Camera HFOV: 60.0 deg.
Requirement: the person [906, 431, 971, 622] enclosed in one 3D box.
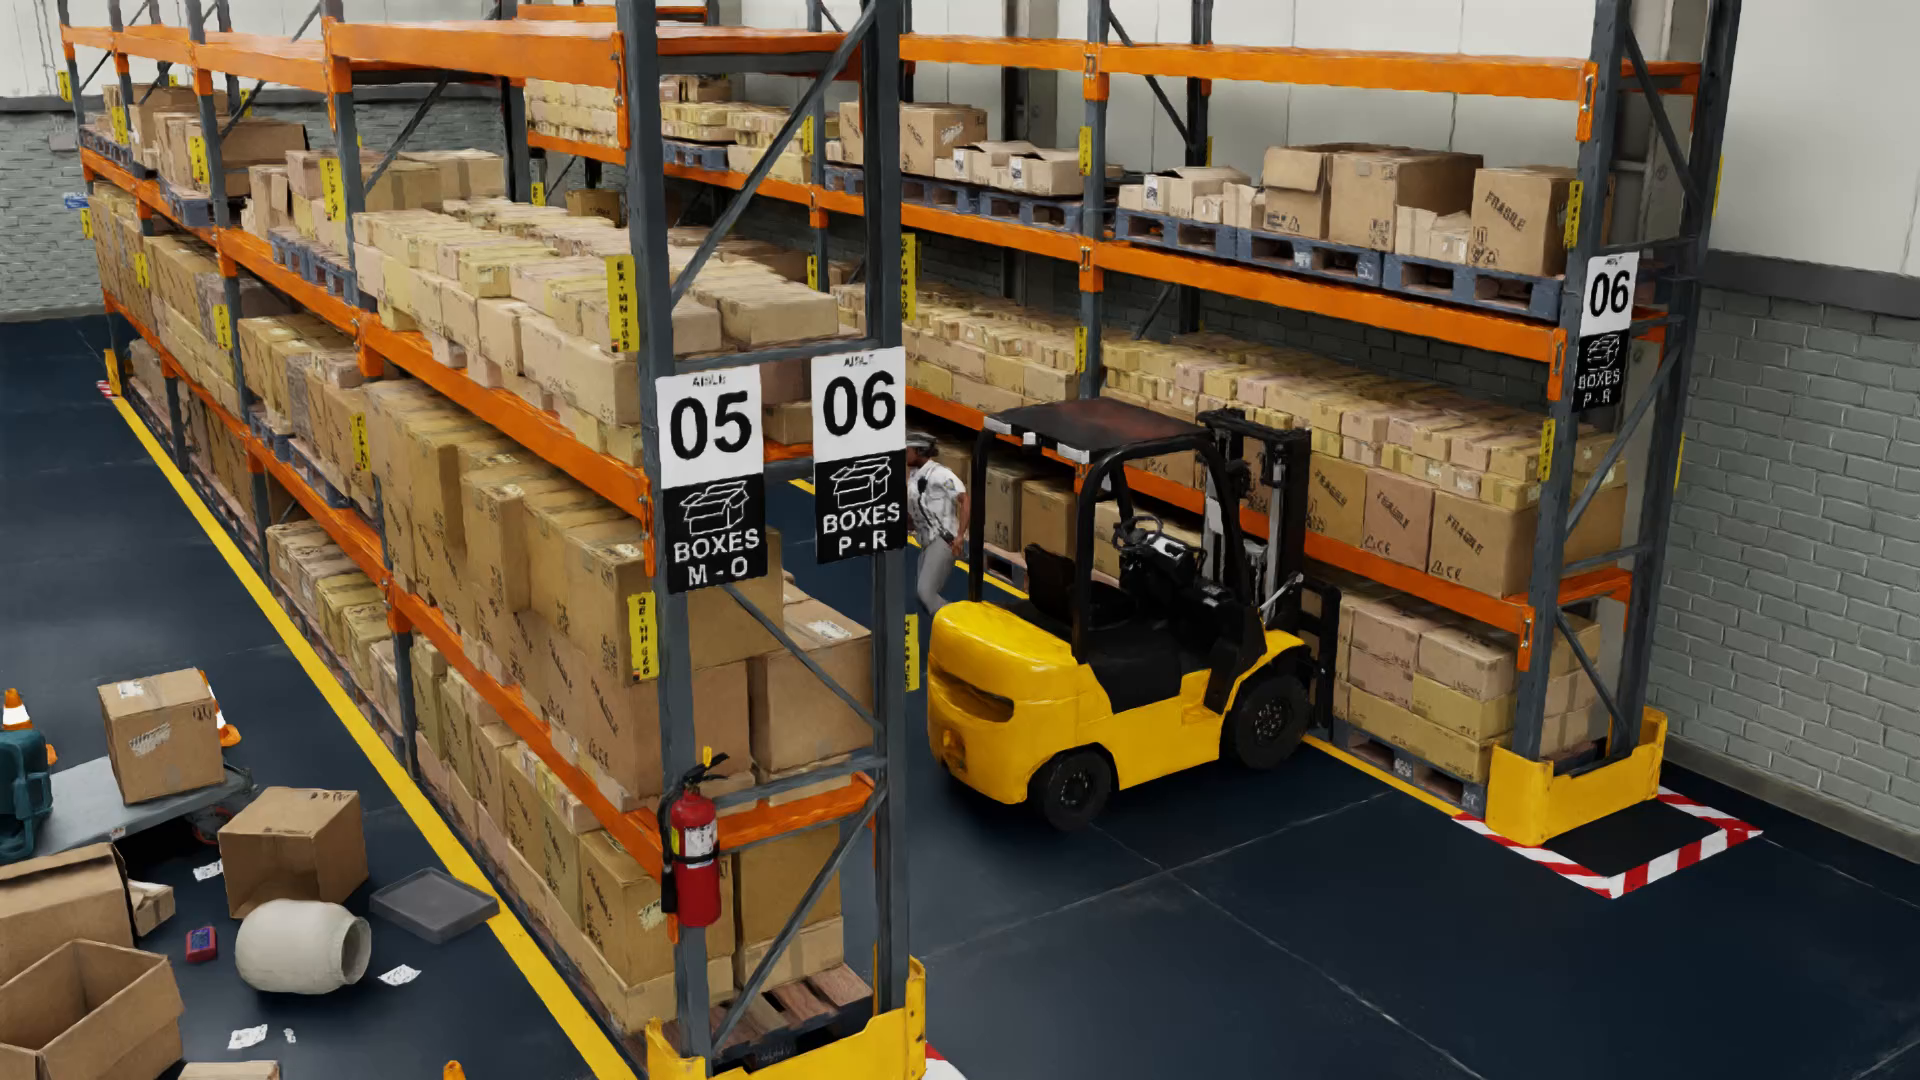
[{"bbox_3d":[-0.190,0.061,11.527,0.544,1.554,0.864,-10,21,-27],"label":"person"}]
